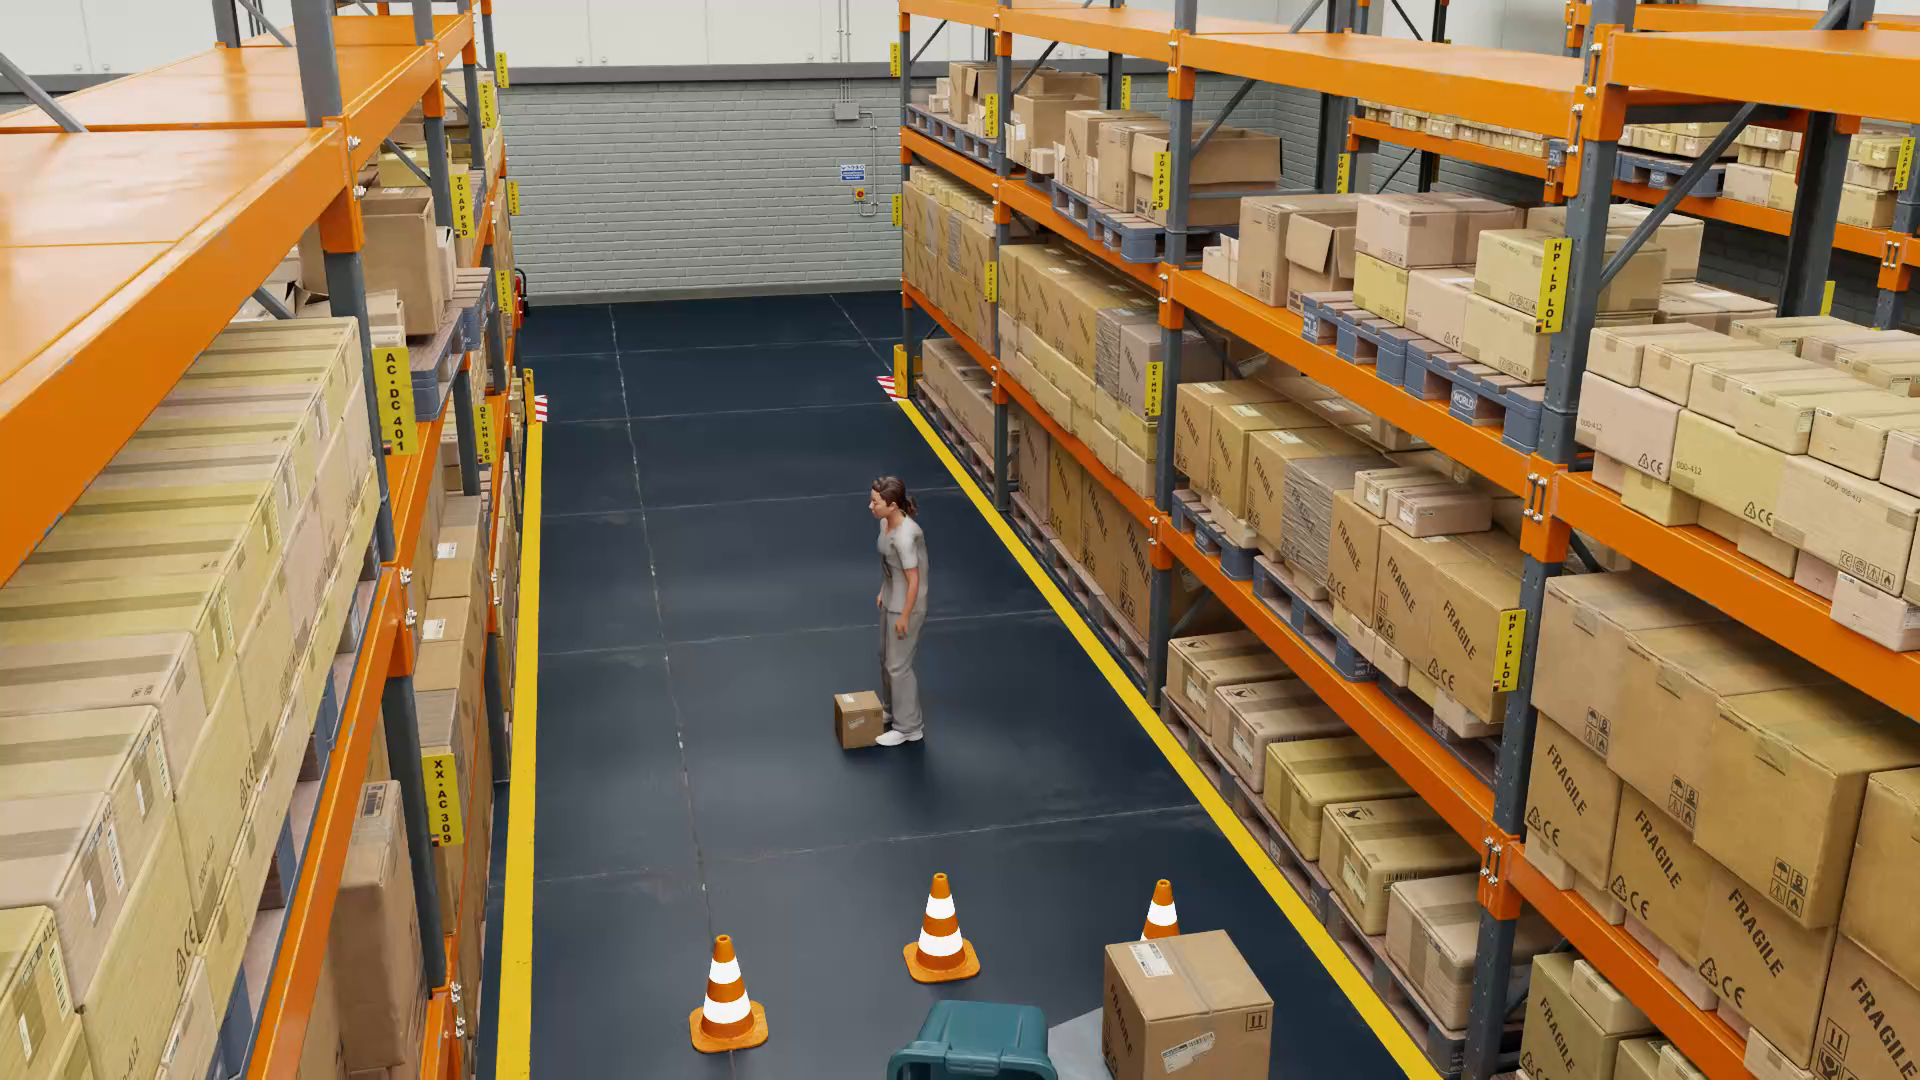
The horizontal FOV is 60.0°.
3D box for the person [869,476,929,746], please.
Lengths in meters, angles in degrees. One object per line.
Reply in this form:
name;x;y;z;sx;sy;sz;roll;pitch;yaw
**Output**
person;-0.376;0.403;9.949;0.355;1.672;0.515;-6;20;-16
